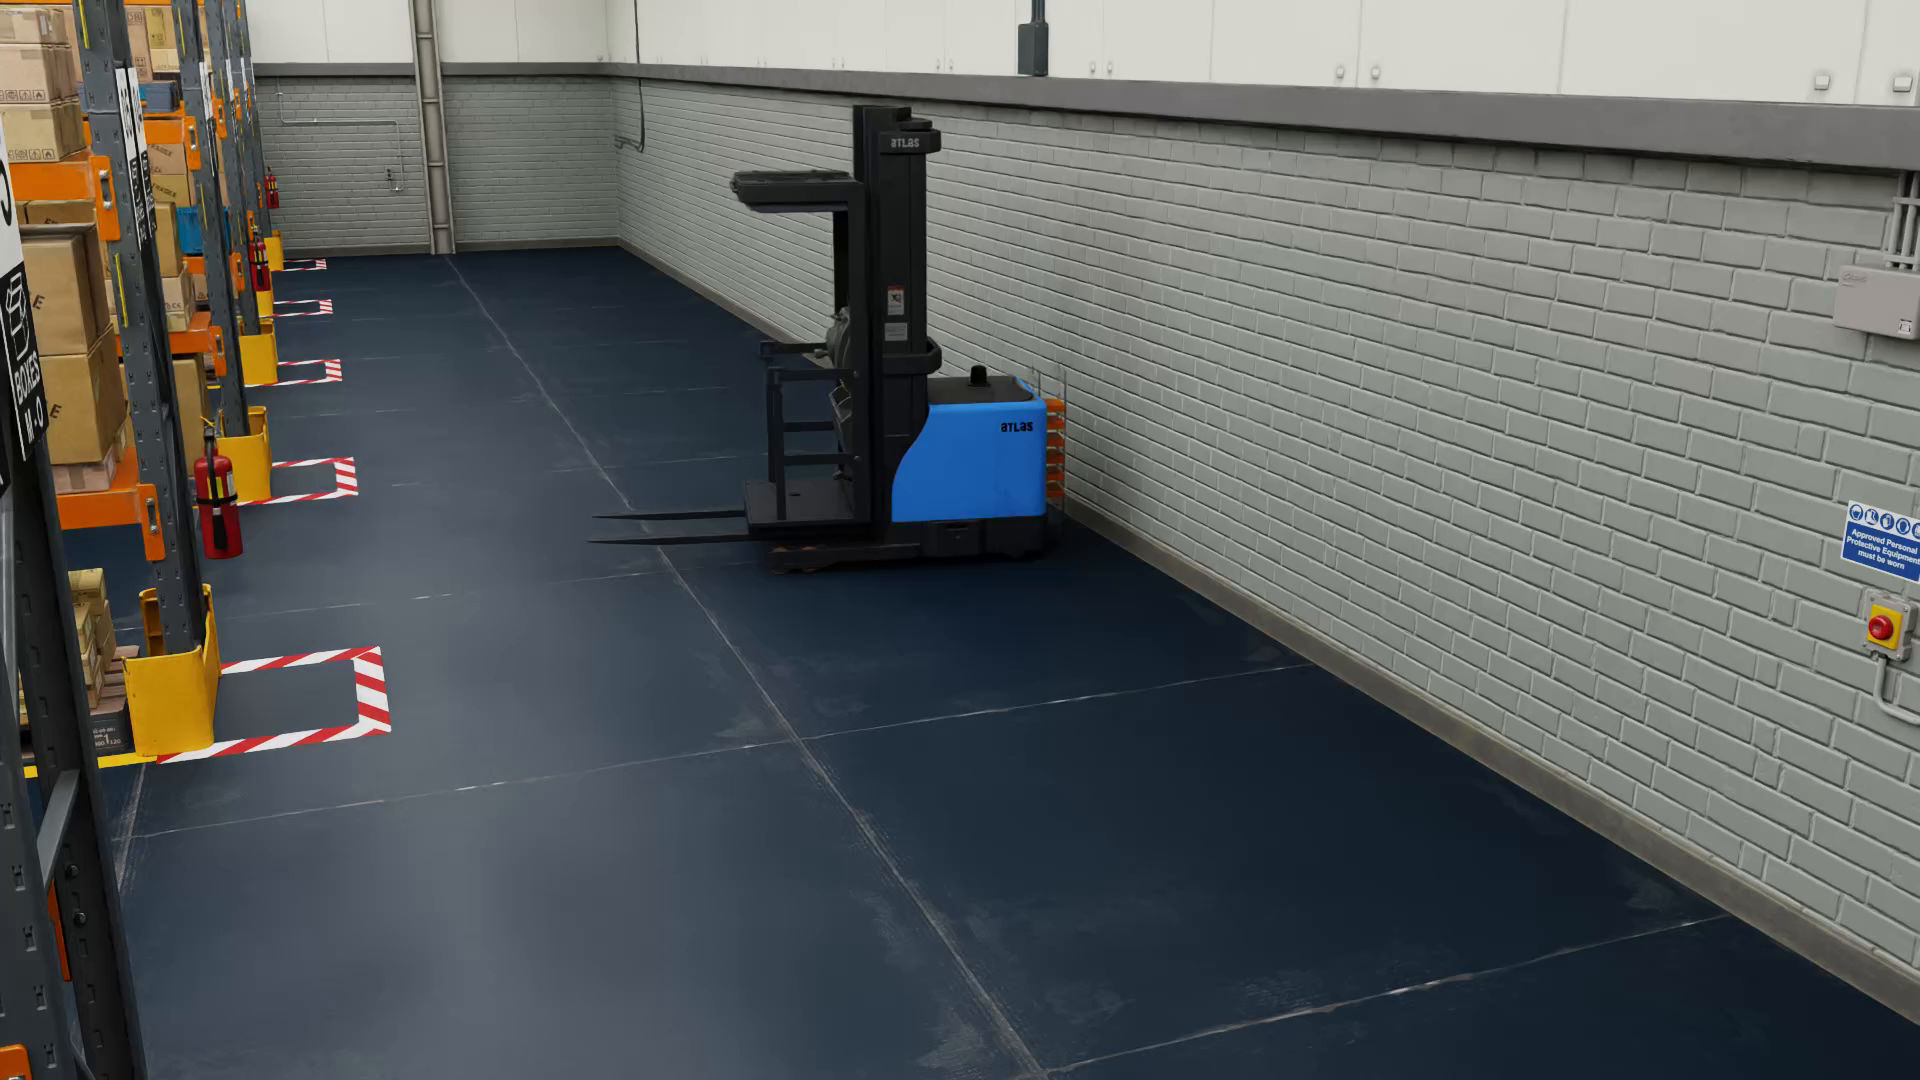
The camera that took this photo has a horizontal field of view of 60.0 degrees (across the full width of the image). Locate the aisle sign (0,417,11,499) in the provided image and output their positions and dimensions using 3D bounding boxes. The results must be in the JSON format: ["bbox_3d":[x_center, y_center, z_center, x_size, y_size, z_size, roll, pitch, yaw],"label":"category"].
[{"bbox_3d":[-1.908,-0.445,3.176,0.004,0.787,0.394,-6,17,-20],"label":"aisle sign"}]

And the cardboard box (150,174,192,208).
[{"bbox_3d":[-9.977,-4.364,20.958,0.500,0.500,0.500,-6,17,-20],"label":"cardboard box"}]

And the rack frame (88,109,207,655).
[{"bbox_3d":[-3.951,-0.564,8.196,0.127,3.000,1.000,-6,17,-20],"label":"rack frame"}]

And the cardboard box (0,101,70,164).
[{"bbox_3d":[-4.282,-1.816,7.401,0.500,0.250,0.500,-7,18,-21],"label":"cardboard box"}]

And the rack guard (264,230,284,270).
[{"bbox_3d":[-10.927,-4.592,26.349,0.348,0.500,1.175,-6,17,-20],"label":"rack guard"}]

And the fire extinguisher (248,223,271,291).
[{"bbox_3d":[-7.101,-2.862,16.820,0.183,0.674,0.296,-6,17,-20],"label":"fire extinguisher"}]

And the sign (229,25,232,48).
[{"bbox_3d":[-8.993,-6.202,20.500,0.005,0.325,0.100,-6,17,-20],"label":"sign"}]

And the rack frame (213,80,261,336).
[{"bbox_3d":[-7.404,-3.183,17.112,0.127,3.000,1.000,-6,17,-20],"label":"rack frame"}]

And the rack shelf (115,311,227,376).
[{"bbox_3d":[-7.499,-1.333,12.089,4.000,0.370,1.077,-6,17,-20],"label":"rack shelf"}]

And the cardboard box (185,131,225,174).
[{"bbox_3d":[-9.490,-4.897,20.997,0.500,0.500,0.500,-6,18,-21],"label":"cardboard box"}]

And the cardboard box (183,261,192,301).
[{"bbox_3d":[-6.177,-1.973,12.731,0.500,0.250,0.500,-7,18,-22],"label":"cardboard box"}]

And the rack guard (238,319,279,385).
[{"bbox_3d":[-7.386,-1.989,17.484,0.348,0.500,1.175,-6,17,-20],"label":"rack guard"}]

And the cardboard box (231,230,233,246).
[{"bbox_3d":[-11.567,-4.694,25.951,0.500,0.500,0.700,-6,17,-20],"label":"cardboard box"}]

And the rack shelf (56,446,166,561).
[{"bbox_3d":[-5.819,-0.017,7.611,4.000,0.370,1.077,-6,17,-20],"label":"rack shelf"}]

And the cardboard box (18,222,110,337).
[{"bbox_3d":[-4.466,-1.259,8.083,0.500,0.500,0.500,-6,17,-20],"label":"cardboard box"}]

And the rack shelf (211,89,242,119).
[{"bbox_3d":[-11.041,-5.379,20.543,4.000,0.370,1.077,-6,17,-20],"label":"rack shelf"}]

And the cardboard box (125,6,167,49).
[{"bbox_3d":[-10.144,-6.369,20.687,0.500,0.500,0.700,-6,17,-20],"label":"cardboard box"}]

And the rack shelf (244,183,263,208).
[{"bbox_3d":[-12.817,-5.242,25.403,4.000,0.370,1.077,-6,17,-20],"label":"rack shelf"}]

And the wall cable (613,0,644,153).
[{"bbox_3d":[-5.540,-7.654,27.202,0.112,2.526,3.097,-6,17,-20],"label":"wall cable"}]

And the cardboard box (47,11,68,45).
[{"bbox_3d":[-4.335,-2.390,7.761,0.250,0.149,0.380,-6,18,-21],"label":"cardboard box"}]

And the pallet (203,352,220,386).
[{"bbox_3d":[-8.188,-1.772,17.257,1.213,0.211,1.003,-6,17,-20],"label":"pallet"}]

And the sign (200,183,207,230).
[{"bbox_3d":[-5.451,-2.404,11.987,0.005,0.325,0.100,-6,17,-20],"label":"sign"}]

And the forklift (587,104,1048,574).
[{"bbox_3d":[-0.976,-1.346,10.980,3.031,2.935,1.130,-3,17,-9],"label":"forklift"}]

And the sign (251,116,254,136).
[{"bbox_3d":[-10.768,-6.314,25.301,0.005,0.325,0.100,-6,17,-20],"label":"sign"}]

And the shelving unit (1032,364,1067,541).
[{"bbox_3d":[0.609,-0.600,11.513,0.189,1.200,0.258,-3,17,-9],"label":"shelving unit"}]

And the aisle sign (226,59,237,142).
[{"bbox_3d":[-7.232,-4.360,16.508,0.004,0.787,0.394,-6,17,-20],"label":"aisle sign"}]

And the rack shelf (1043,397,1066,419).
[{"bbox_3d":[0.609,-0.903,11.425,0.180,0.103,0.258,-3,17,-9],"label":"rack shelf"}]

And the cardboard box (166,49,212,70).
[{"bbox_3d":[-9.562,-5.974,20.675,0.500,0.250,0.500,-6,17,-20],"label":"cardboard box"}]

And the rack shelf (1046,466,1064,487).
[{"bbox_3d":[0.609,-0.443,11.560,0.180,0.103,0.258,-3,17,-9],"label":"rack shelf"}]

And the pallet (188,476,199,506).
[{"bbox_3d":[-6.351,-0.440,12.723,1.213,0.211,1.003,-6,17,-20],"label":"pallet"}]

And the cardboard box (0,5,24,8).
[{"bbox_3d":[-11.486,-6.174,20.023,0.500,0.500,0.700,-6,17,-20],"label":"cardboard box"}]

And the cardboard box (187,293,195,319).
[{"bbox_3d":[-6.081,-1.810,12.884,0.250,0.149,0.380,-6,17,-19],"label":"cardboard box"}]

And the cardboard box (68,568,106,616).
[{"bbox_3d":[-4.562,0.280,8.579,0.250,0.149,0.380,-7,18,-23],"label":"cardboard box"}]

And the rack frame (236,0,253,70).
[{"bbox_3d":[-10.949,-8.668,25.143,0.127,3.000,1.000,-6,17,-20],"label":"rack frame"}]

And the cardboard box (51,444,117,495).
[{"bbox_3d":[-4.155,-0.336,7.866,0.250,0.149,0.380,-6,17,-20],"label":"cardboard box"}]

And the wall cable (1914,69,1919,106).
[{"bbox_3d":[3.125,-2.798,5.156,0.029,3.000,0.463,-6,17,-20],"label":"wall cable"}]

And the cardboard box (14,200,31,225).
[{"bbox_3d":[-7.125,-2.228,12.270,0.500,0.500,0.500,-7,18,-22],"label":"cardboard box"}]

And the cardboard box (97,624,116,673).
[{"bbox_3d":[-4.555,0.571,8.645,0.250,0.149,0.380,-6,17,-19],"label":"cardboard box"}]

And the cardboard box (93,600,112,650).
[{"bbox_3d":[-4.533,0.445,8.547,0.250,0.149,0.380,-5,17,-18],"label":"cardboard box"}]

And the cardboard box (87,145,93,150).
[{"bbox_3d":[-10.924,-4.740,20.465,0.500,0.500,0.500,-6,17,-18],"label":"cardboard box"}]

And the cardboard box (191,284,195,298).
[{"bbox_3d":[-10.003,-3.201,21.423,0.250,0.166,0.380,-6,17,-20],"label":"cardboard box"}]

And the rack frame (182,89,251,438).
[{"bbox_3d":[-5.632,-1.879,12.674,0.127,3.000,1.000,-6,17,-20],"label":"rack frame"}]

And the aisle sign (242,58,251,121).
[{"bbox_3d":[-9.214,-5.818,21.472,0.004,0.787,0.394,-6,17,-20],"label":"aisle sign"}]

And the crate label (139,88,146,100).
[{"bbox_3d":[-8.381,-4.542,16.683,0.502,0.251,0.408,-6,17,-20],"label":"crate label"}]

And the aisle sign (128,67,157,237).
[{"bbox_3d":[-3.991,-1.898,8.123,0.004,0.787,0.394,-6,17,-20],"label":"aisle sign"}]
